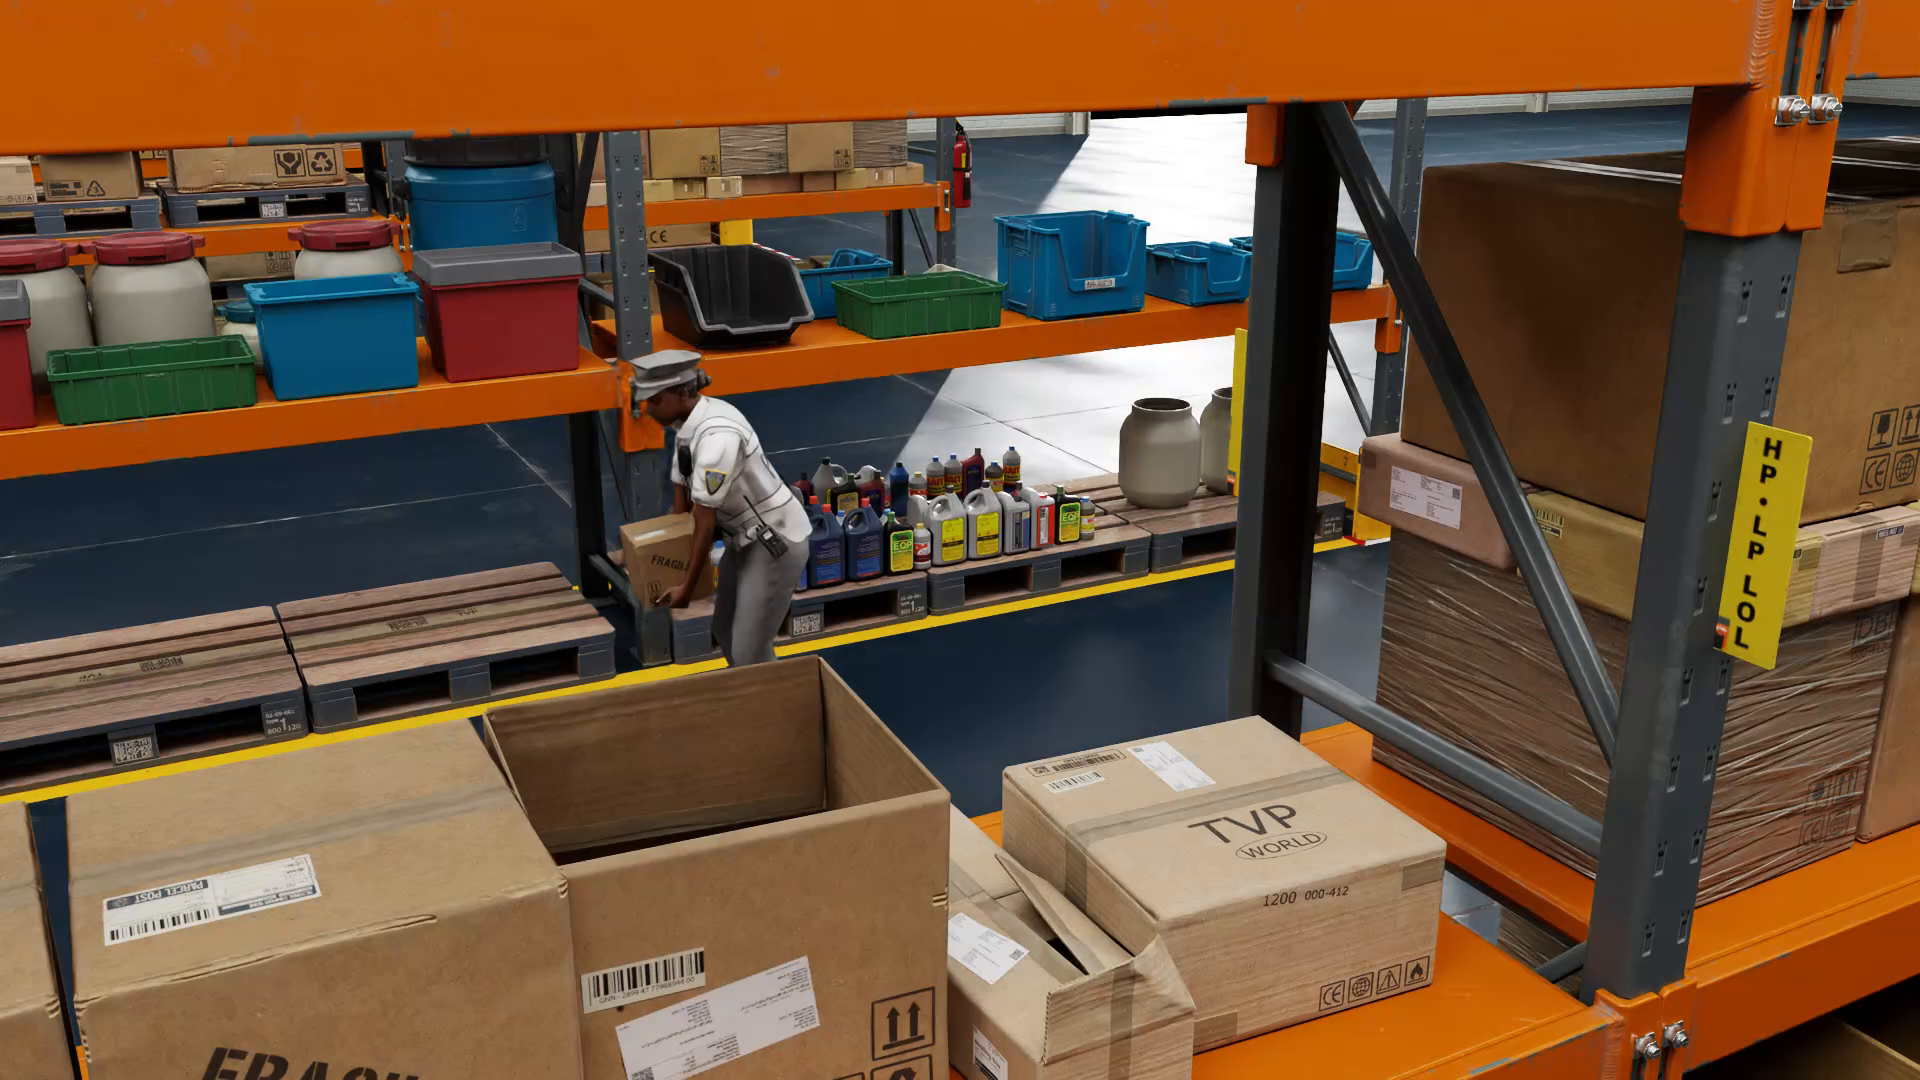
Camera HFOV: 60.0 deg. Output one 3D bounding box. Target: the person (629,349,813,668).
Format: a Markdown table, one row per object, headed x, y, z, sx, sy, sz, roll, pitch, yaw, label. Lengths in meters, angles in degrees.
| x | y | z | sx | sy | sz | roll | pitch | yaw | label |
| --- | --- | --- | --- | --- | --- | --- | --- | --- | --- |
| -0.837 | 0.077 | 5.984 | 0.609 | 1.574 | 0.411 | -7 | 20 | -20 | person |
